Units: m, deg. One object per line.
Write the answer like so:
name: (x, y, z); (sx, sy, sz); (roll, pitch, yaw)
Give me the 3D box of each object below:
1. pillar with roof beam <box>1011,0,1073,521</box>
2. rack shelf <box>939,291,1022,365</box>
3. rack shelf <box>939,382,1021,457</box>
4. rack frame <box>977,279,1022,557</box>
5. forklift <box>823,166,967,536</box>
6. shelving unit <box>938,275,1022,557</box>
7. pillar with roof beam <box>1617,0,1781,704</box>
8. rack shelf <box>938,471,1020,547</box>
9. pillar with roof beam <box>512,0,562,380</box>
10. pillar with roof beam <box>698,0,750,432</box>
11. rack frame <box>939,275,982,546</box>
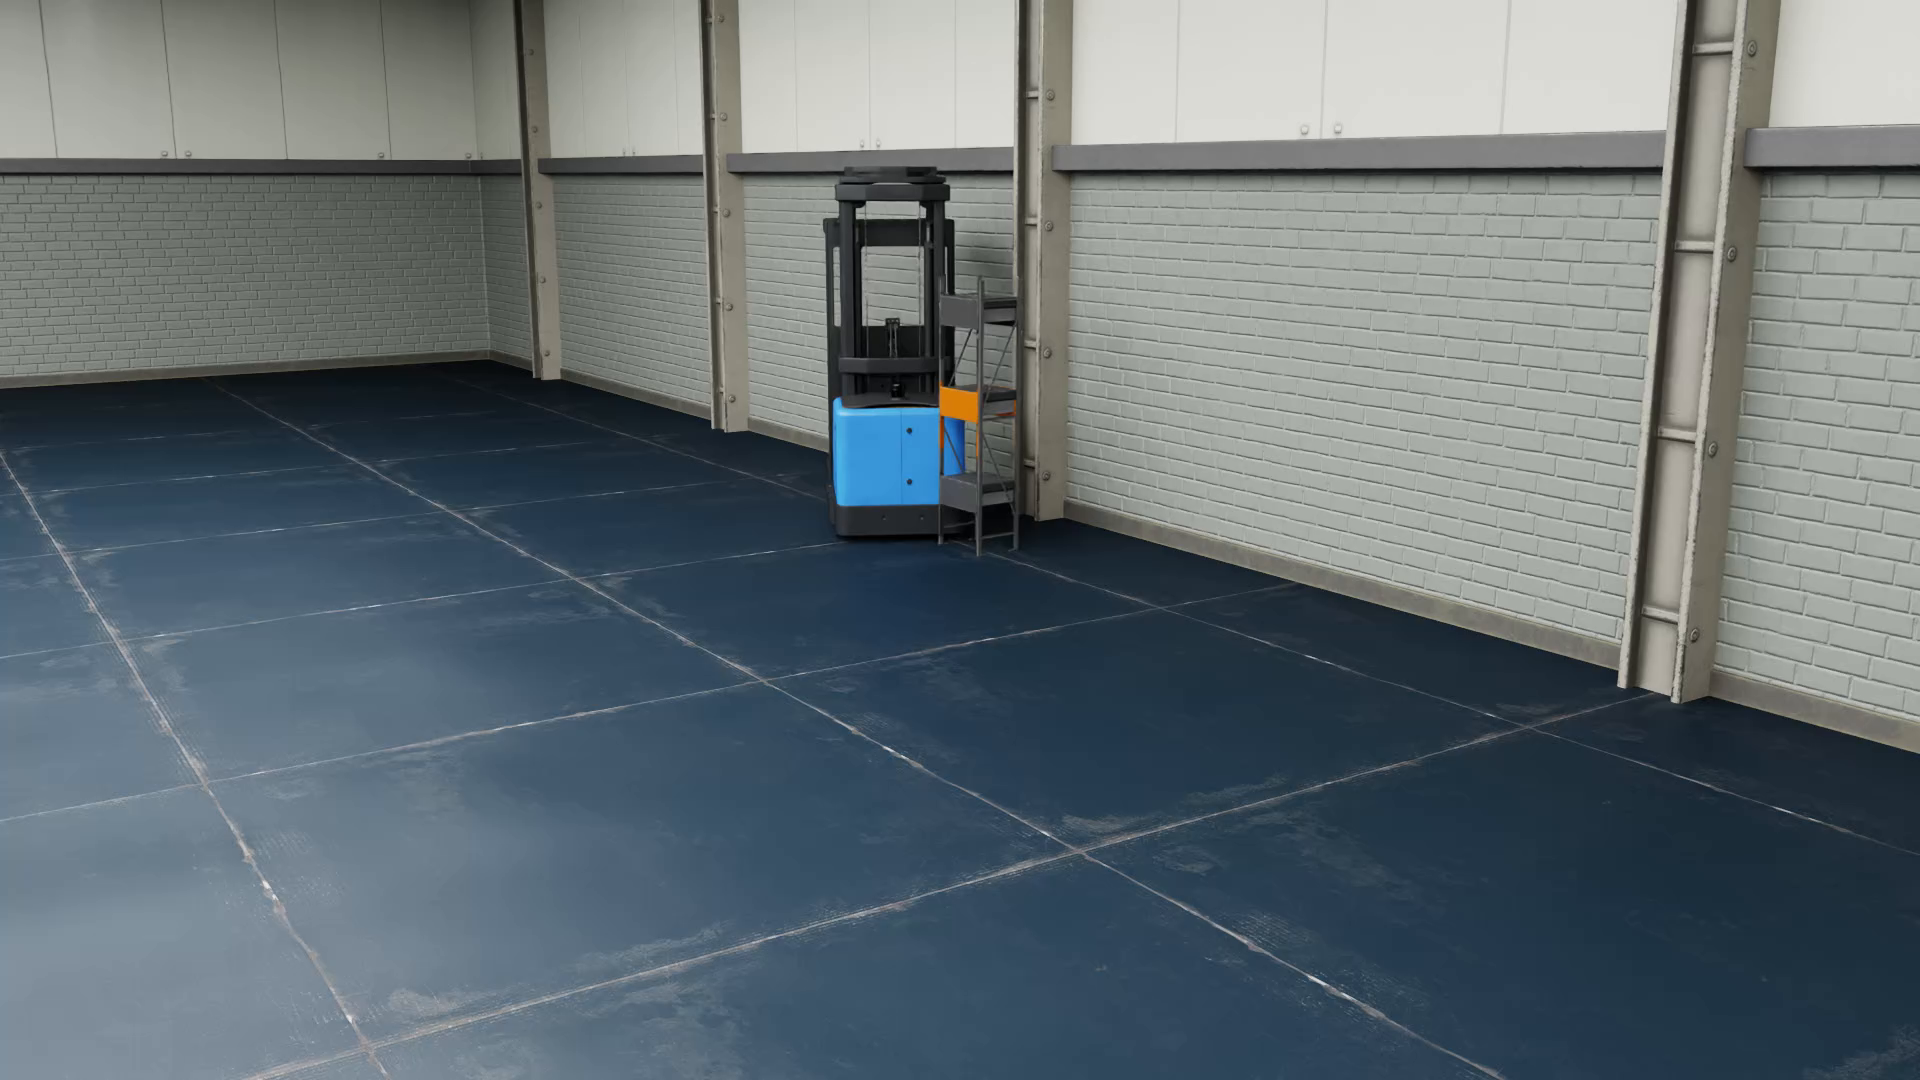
pillar with roof beam: (-2.906, -4.099, 11.044); (9.100, 9.000, 0.400); (-8, 15, -33)
rack shelf: (0.155, -1.632, 12.681); (0.431, 0.518, 0.480); (-9, 16, -37)
rack shelf: (0.151, -0.949, 12.837); (0.431, 0.518, 0.480); (-9, 16, -37)
rack frame: (0.300, -0.919, 12.646); (0.400, 2.100, 0.015); (-9, 16, -37)
forklift: (-0.613, -1.724, 14.384); (1.130, 2.935, 3.031); (-1, 12, -6)
shelving unit: (0.151, -0.962, 12.834); (0.431, 2.100, 0.503); (-9, 16, -37)
pillar with roof beam: (0.418, -3.032, 6.164); (9.100, 9.000, 0.400); (-8, 15, -33)
rack shelf: (0.147, -0.267, 12.993); (0.431, 0.518, 0.480); (-9, 16, -37)
pillar with roof beam: (-9.554, -6.234, 20.803); (9.100, 9.000, 0.400); (-8, 15, -33)
pillar with roof beam: (-6.230, -5.166, 15.923); (9.100, 9.000, 0.400); (-8, 15, -33)
rack frame: (0.002, -1.006, 13.022); (0.400, 2.100, 0.015); (-9, 16, -37)
